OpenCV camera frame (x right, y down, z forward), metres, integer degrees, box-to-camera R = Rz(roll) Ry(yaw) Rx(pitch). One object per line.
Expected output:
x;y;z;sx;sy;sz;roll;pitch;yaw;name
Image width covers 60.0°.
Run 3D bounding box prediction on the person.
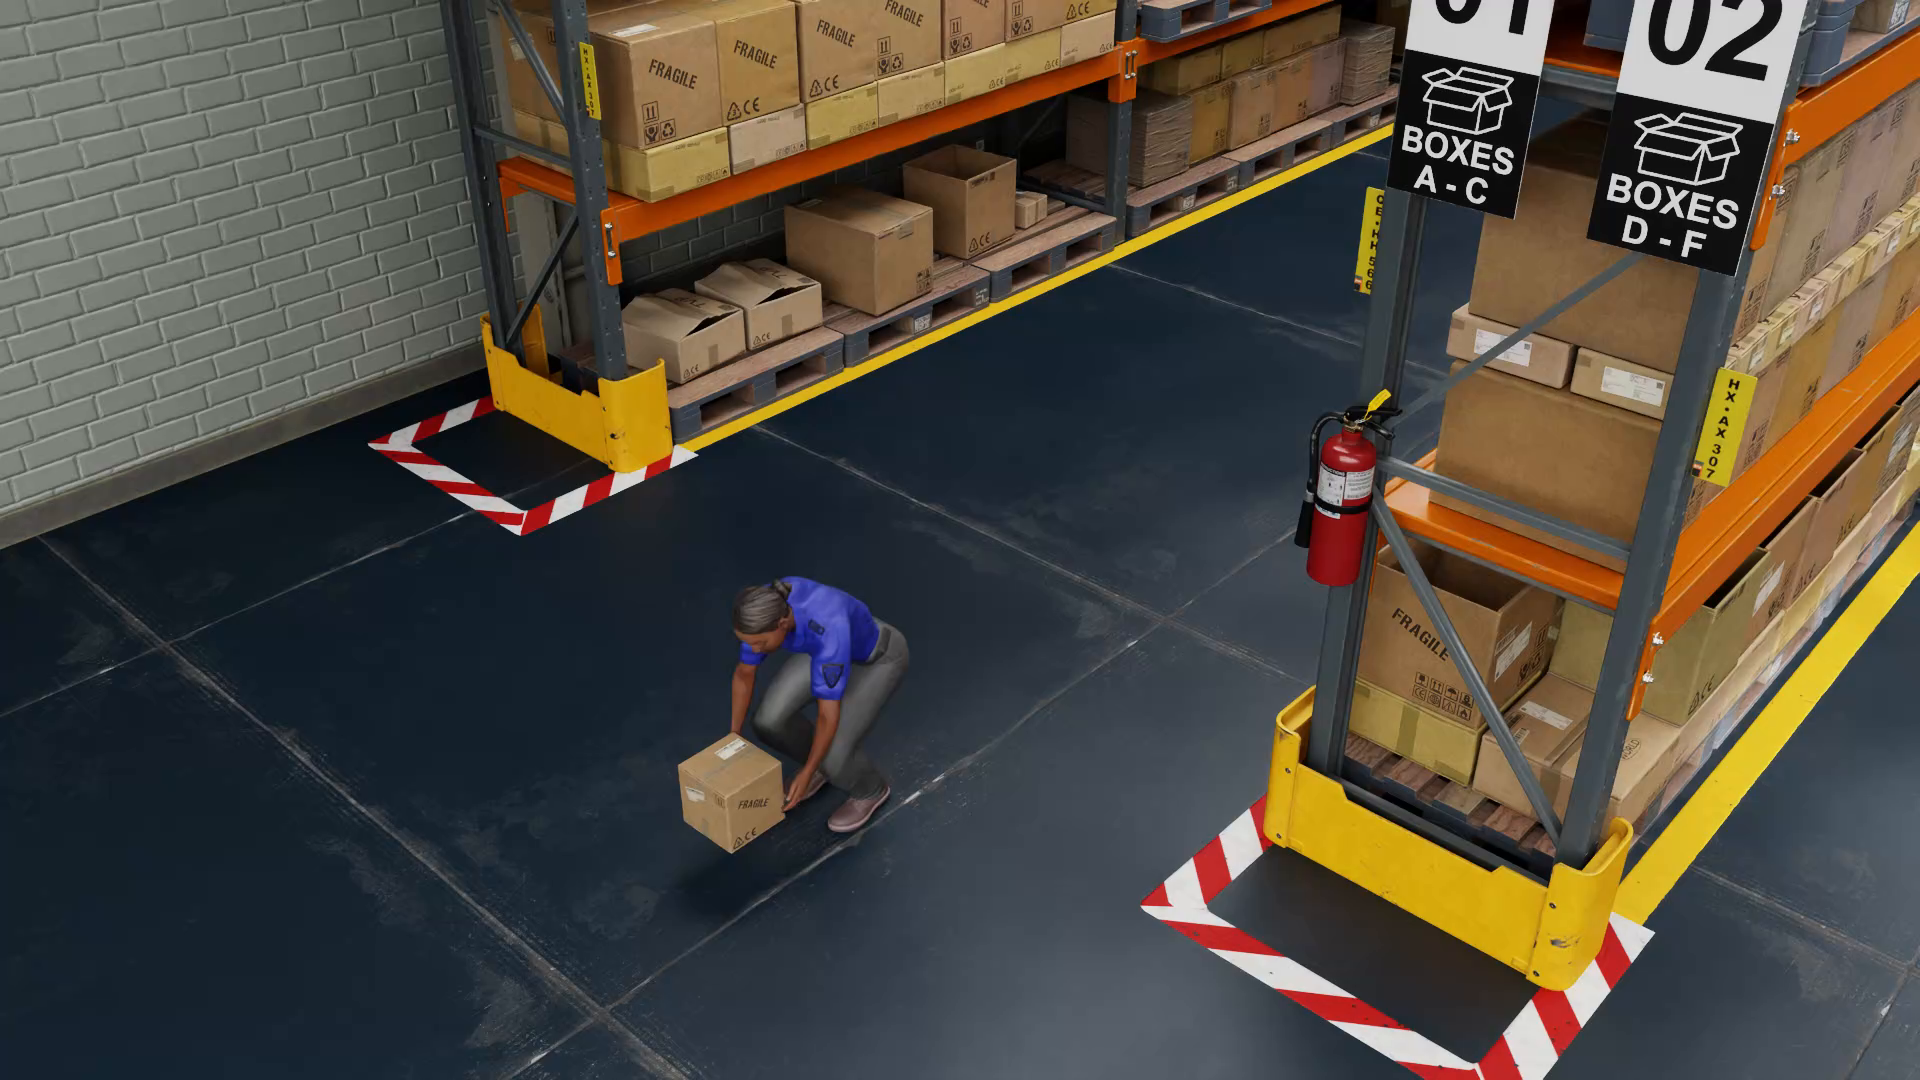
-0.485;0.521;5.813;0.498;1.117;0.740;25;40;35;person
